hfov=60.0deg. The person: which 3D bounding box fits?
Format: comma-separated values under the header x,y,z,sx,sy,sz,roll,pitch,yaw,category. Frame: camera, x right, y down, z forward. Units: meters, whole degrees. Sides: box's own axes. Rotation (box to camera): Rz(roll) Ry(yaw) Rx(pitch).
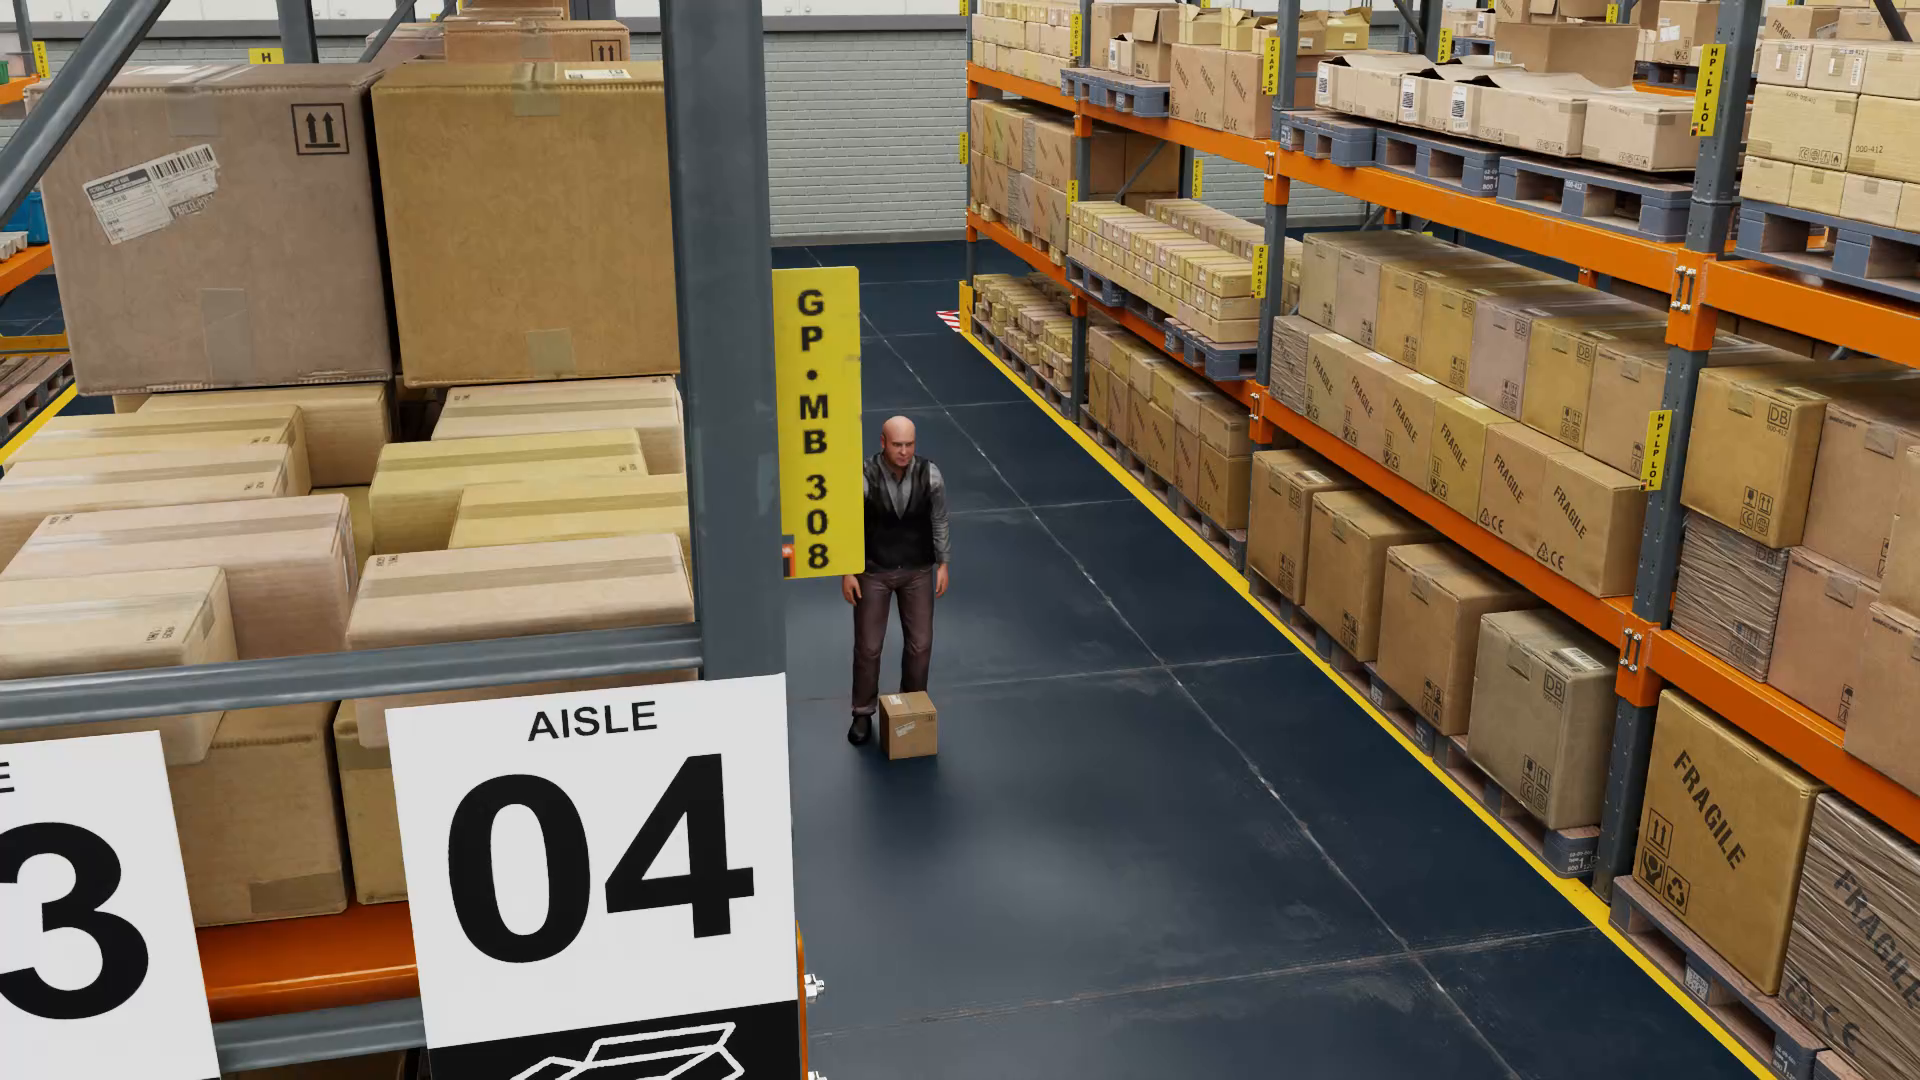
x,y,z,sx,sy,sz,roll,pitch,yaw,category
-0.340,0.174,8.614,0.587,1.721,0.412,-5,20,-13,person
